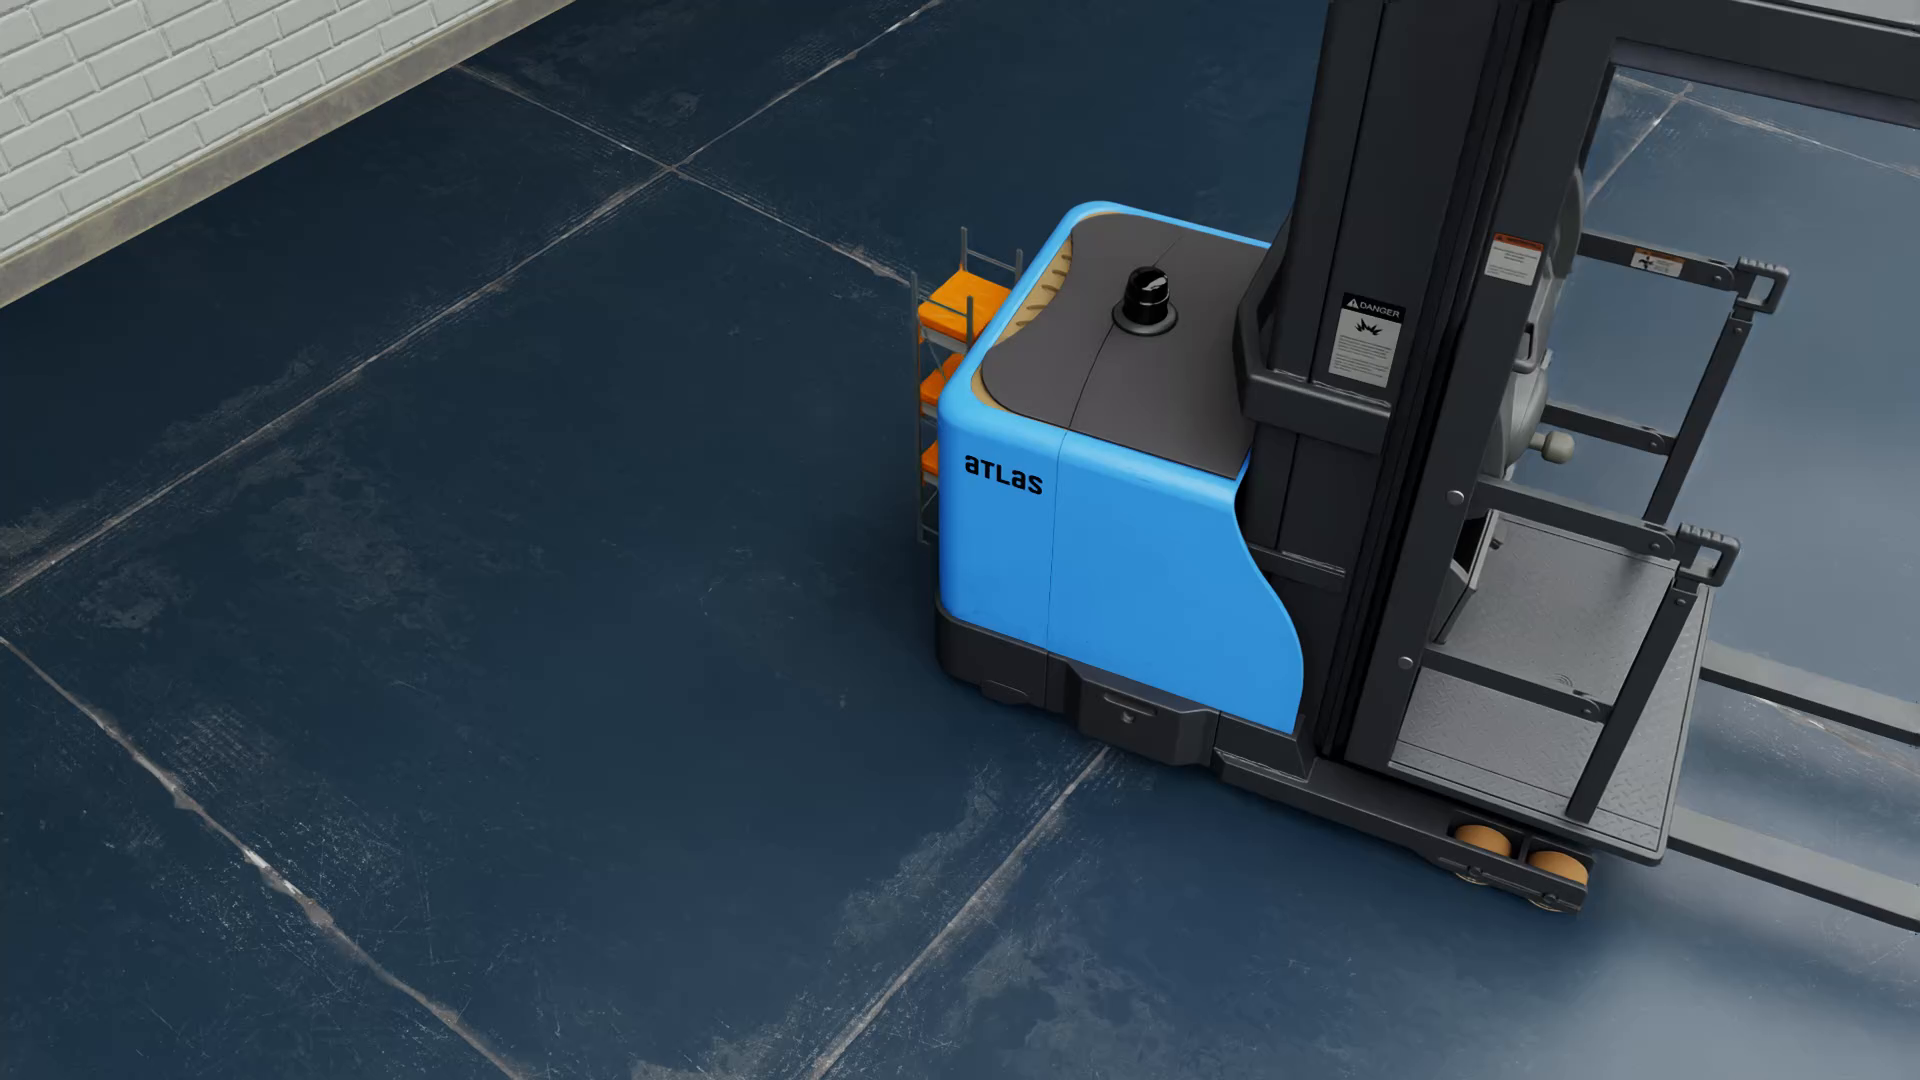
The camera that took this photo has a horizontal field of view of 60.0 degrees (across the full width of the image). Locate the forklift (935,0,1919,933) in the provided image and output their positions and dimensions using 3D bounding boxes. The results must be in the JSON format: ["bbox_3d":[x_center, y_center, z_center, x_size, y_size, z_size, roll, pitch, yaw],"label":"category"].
[{"bbox_3d":[1.489,-0.489,3.690,3.031,2.935,1.130,18,49,17],"label":"forklift"}]

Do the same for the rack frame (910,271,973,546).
[{"bbox_3d":[-0.049,-0.322,4.831,0.200,1.050,0.008,26,52,23],"label":"rack frame"}]

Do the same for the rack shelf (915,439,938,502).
[{"bbox_3d":[0.019,-0.196,5.110,0.215,0.259,0.240,26,52,23],"label":"rack shelf"}]

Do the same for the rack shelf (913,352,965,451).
[{"bbox_3d":[0.019,-0.388,4.909,0.215,0.259,0.240,26,52,23],"label":"rack shelf"}]

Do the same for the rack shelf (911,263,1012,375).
[{"bbox_3d":[0.019,-0.584,4.704,0.215,0.259,0.240,26,52,23],"label":"rack shelf"}]

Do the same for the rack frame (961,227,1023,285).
[{"bbox_3d":[0.087,-0.468,4.971,0.200,1.050,0.008,26,52,23],"label":"rack frame"}]

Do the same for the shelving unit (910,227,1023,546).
[{"bbox_3d":[0.019,-0.395,4.901,0.215,1.050,0.252,26,52,23],"label":"shelving unit"}]
